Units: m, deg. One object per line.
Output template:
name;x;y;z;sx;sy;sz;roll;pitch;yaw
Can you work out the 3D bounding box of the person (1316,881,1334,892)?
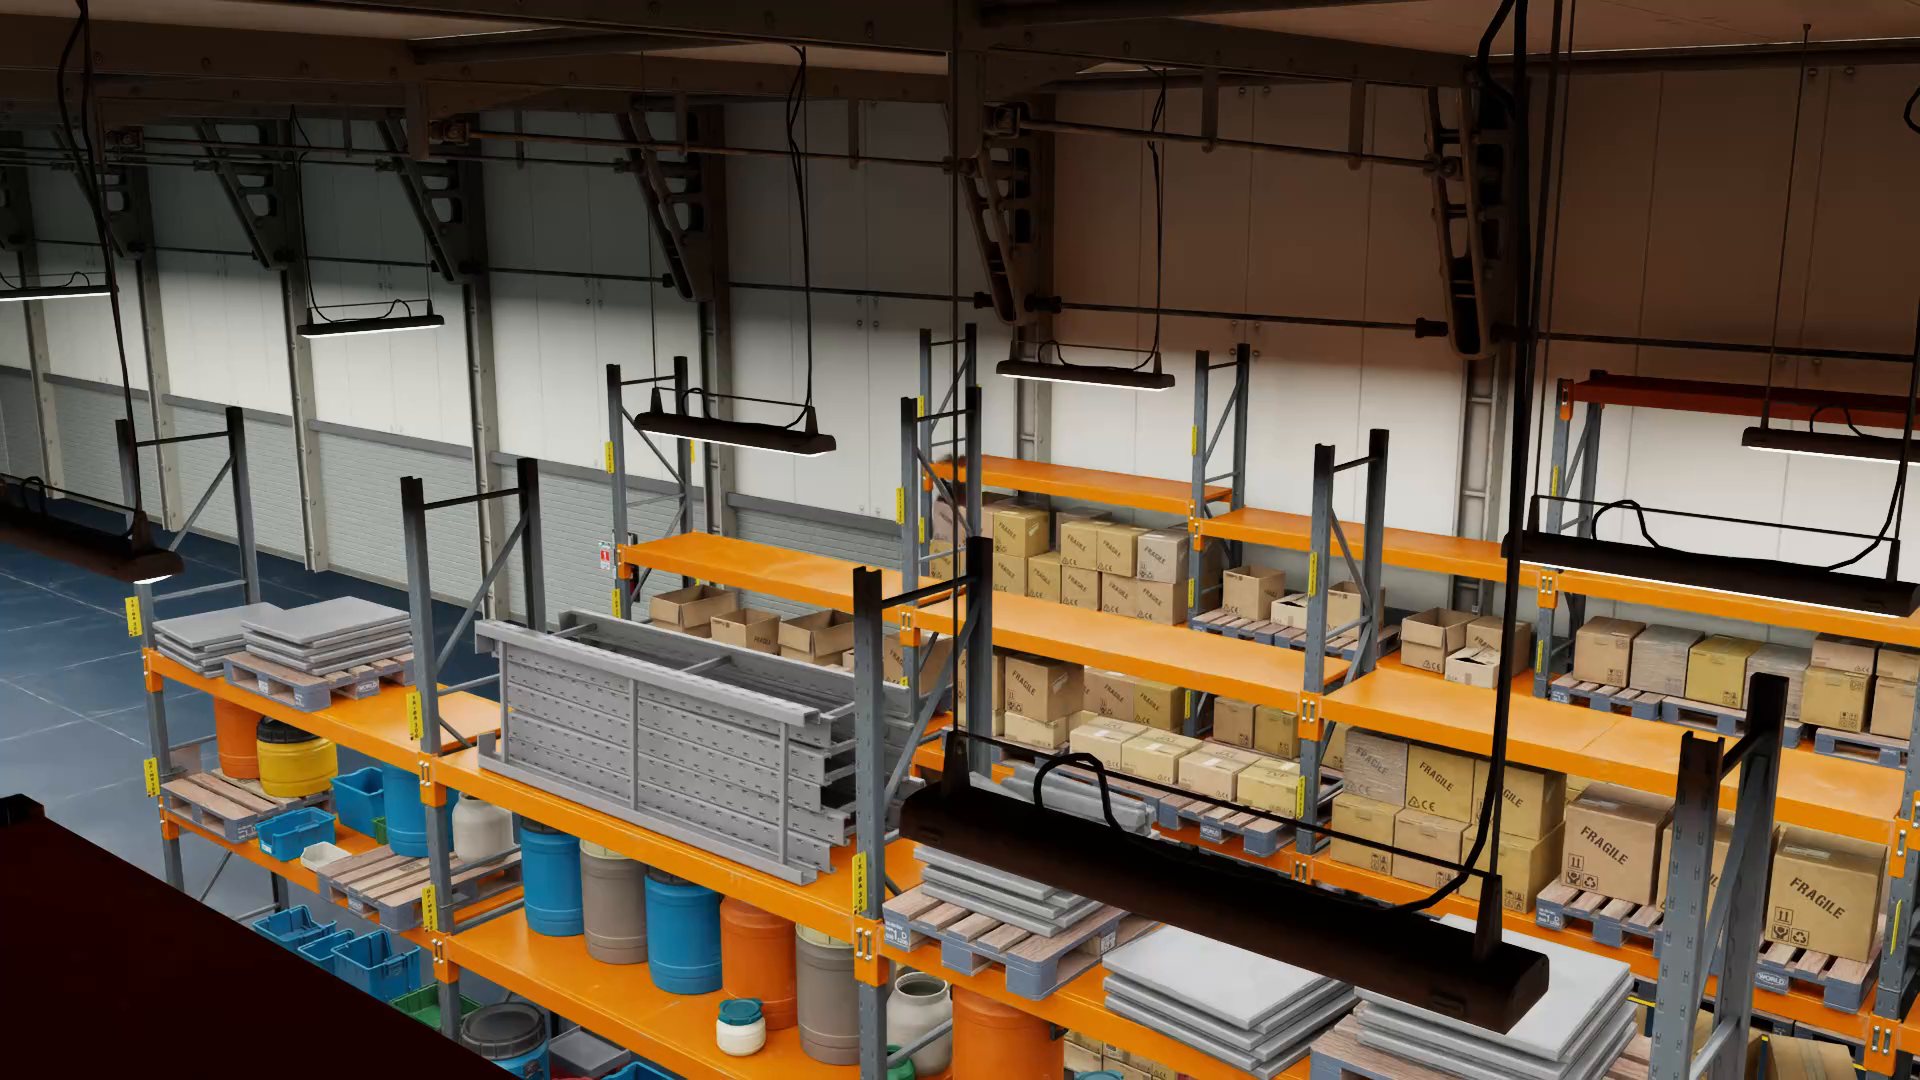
person;3.334;3.780;15.899;0.560;1.590;1.048;-11;16;-40
